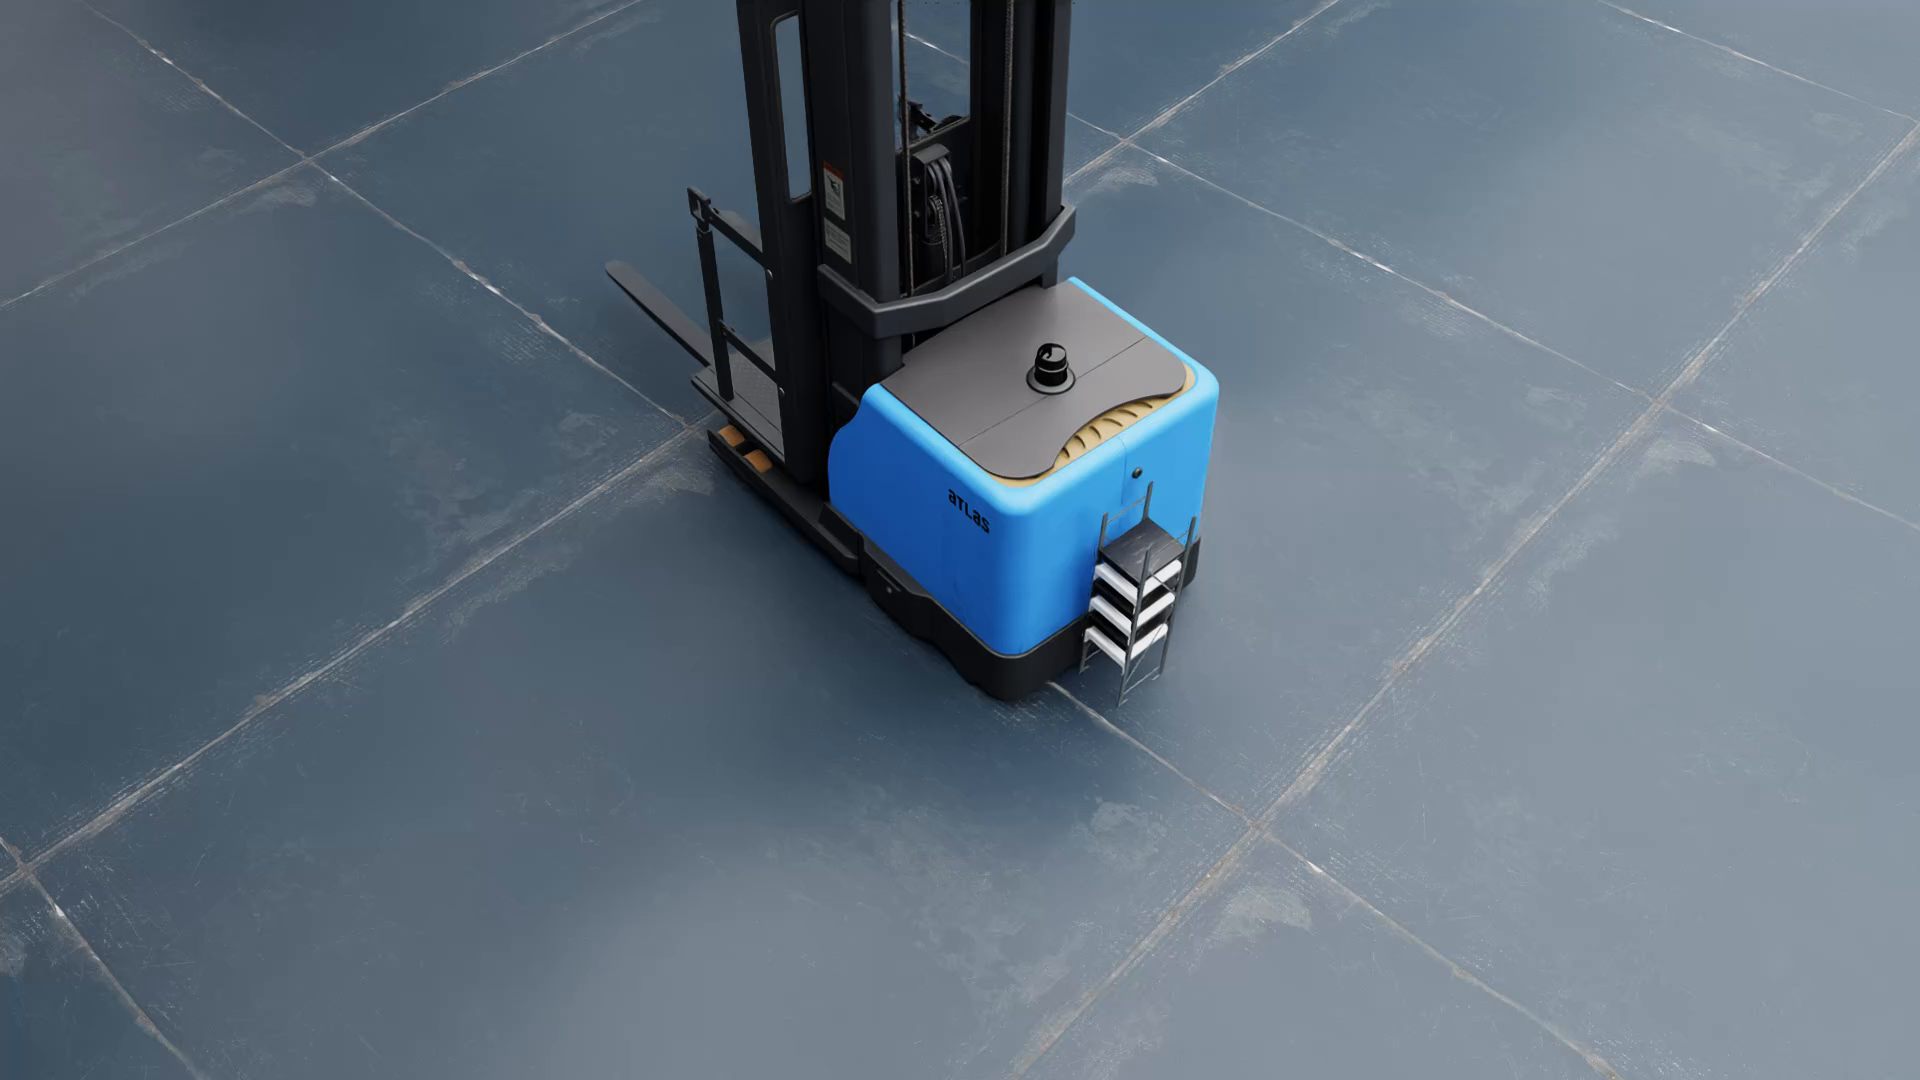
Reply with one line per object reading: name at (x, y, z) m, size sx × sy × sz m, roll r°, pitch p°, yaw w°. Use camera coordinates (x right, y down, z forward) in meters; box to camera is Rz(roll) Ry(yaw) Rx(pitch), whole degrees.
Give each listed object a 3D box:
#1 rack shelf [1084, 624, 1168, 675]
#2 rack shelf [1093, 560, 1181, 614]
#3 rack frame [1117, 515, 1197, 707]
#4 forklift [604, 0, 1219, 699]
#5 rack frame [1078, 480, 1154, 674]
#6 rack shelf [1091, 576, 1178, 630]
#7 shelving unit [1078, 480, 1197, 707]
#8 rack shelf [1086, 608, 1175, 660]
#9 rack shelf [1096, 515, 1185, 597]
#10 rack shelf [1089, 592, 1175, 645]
rack shelf at (0.614, 0.348, 6.091) m, size 0.258 × 0.077 × 0.200 m, roll -33°, pitch 58°, yaw -27°
rack shelf at (0.628, 0.113, 5.818) m, size 0.258 × 0.077 × 0.200 m, roll -33°, pitch 58°, yaw -27°
rack frame at (0.690, 0.268, 5.882) m, size 0.240 × 0.900 × 0.006 m, roll -33°, pitch 58°, yaw -27°
forklift at (-0.405, -1.427, 6.080) m, size 1.130 × 2.935 × 3.031 m, roll -32°, pitch 54°, yaw -26°
rack frame at (0.555, 0.150, 5.977) m, size 0.240 × 0.900 × 0.006 m, roll -33°, pitch 58°, yaw -27°
rack shelf at (0.625, 0.172, 5.886) m, size 0.258 × 0.077 × 0.200 m, roll -33°, pitch 58°, yaw -27°
shelving unit at (0.622, 0.209, 5.929) m, size 0.258 × 0.900 × 0.210 m, roll -33°, pitch 58°, yaw -27°
rack shelf at (0.618, 0.289, 6.023) m, size 0.258 × 0.077 × 0.200 m, roll -33°, pitch 58°, yaw -27°
rack shelf at (0.631, 0.054, 5.750) m, size 0.258 × 0.077 × 0.200 m, roll -33°, pitch 58°, yaw -27°
rack shelf at (0.621, 0.230, 5.955) m, size 0.258 × 0.077 × 0.200 m, roll -33°, pitch 58°, yaw -27°
